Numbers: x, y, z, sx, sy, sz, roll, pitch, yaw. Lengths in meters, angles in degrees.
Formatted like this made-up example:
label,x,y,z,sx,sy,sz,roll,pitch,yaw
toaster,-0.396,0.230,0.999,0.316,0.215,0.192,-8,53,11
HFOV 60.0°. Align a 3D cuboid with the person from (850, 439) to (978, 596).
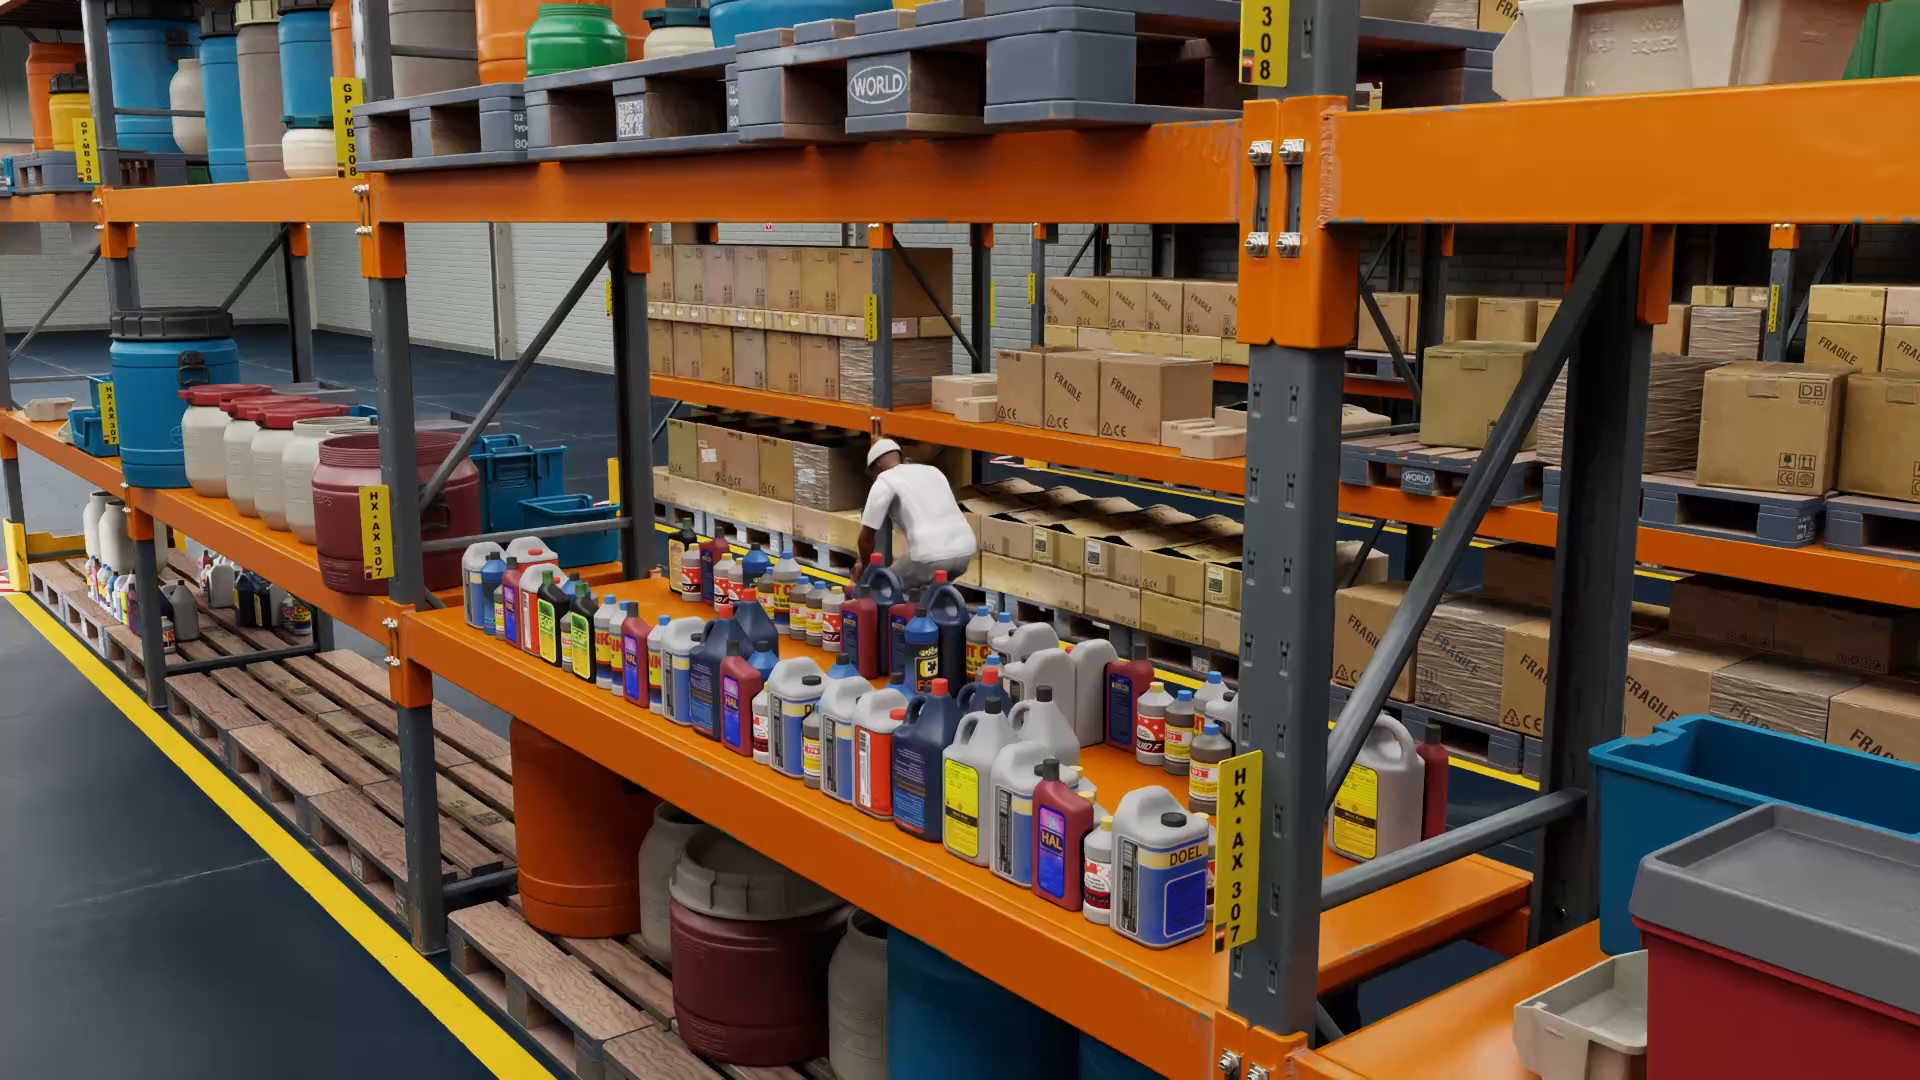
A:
label,x,y,z,sx,sy,sz,roll,pitch,yaw
person,-0.284,0.081,10.066,0.631,1.346,0.790,-9,14,-38
